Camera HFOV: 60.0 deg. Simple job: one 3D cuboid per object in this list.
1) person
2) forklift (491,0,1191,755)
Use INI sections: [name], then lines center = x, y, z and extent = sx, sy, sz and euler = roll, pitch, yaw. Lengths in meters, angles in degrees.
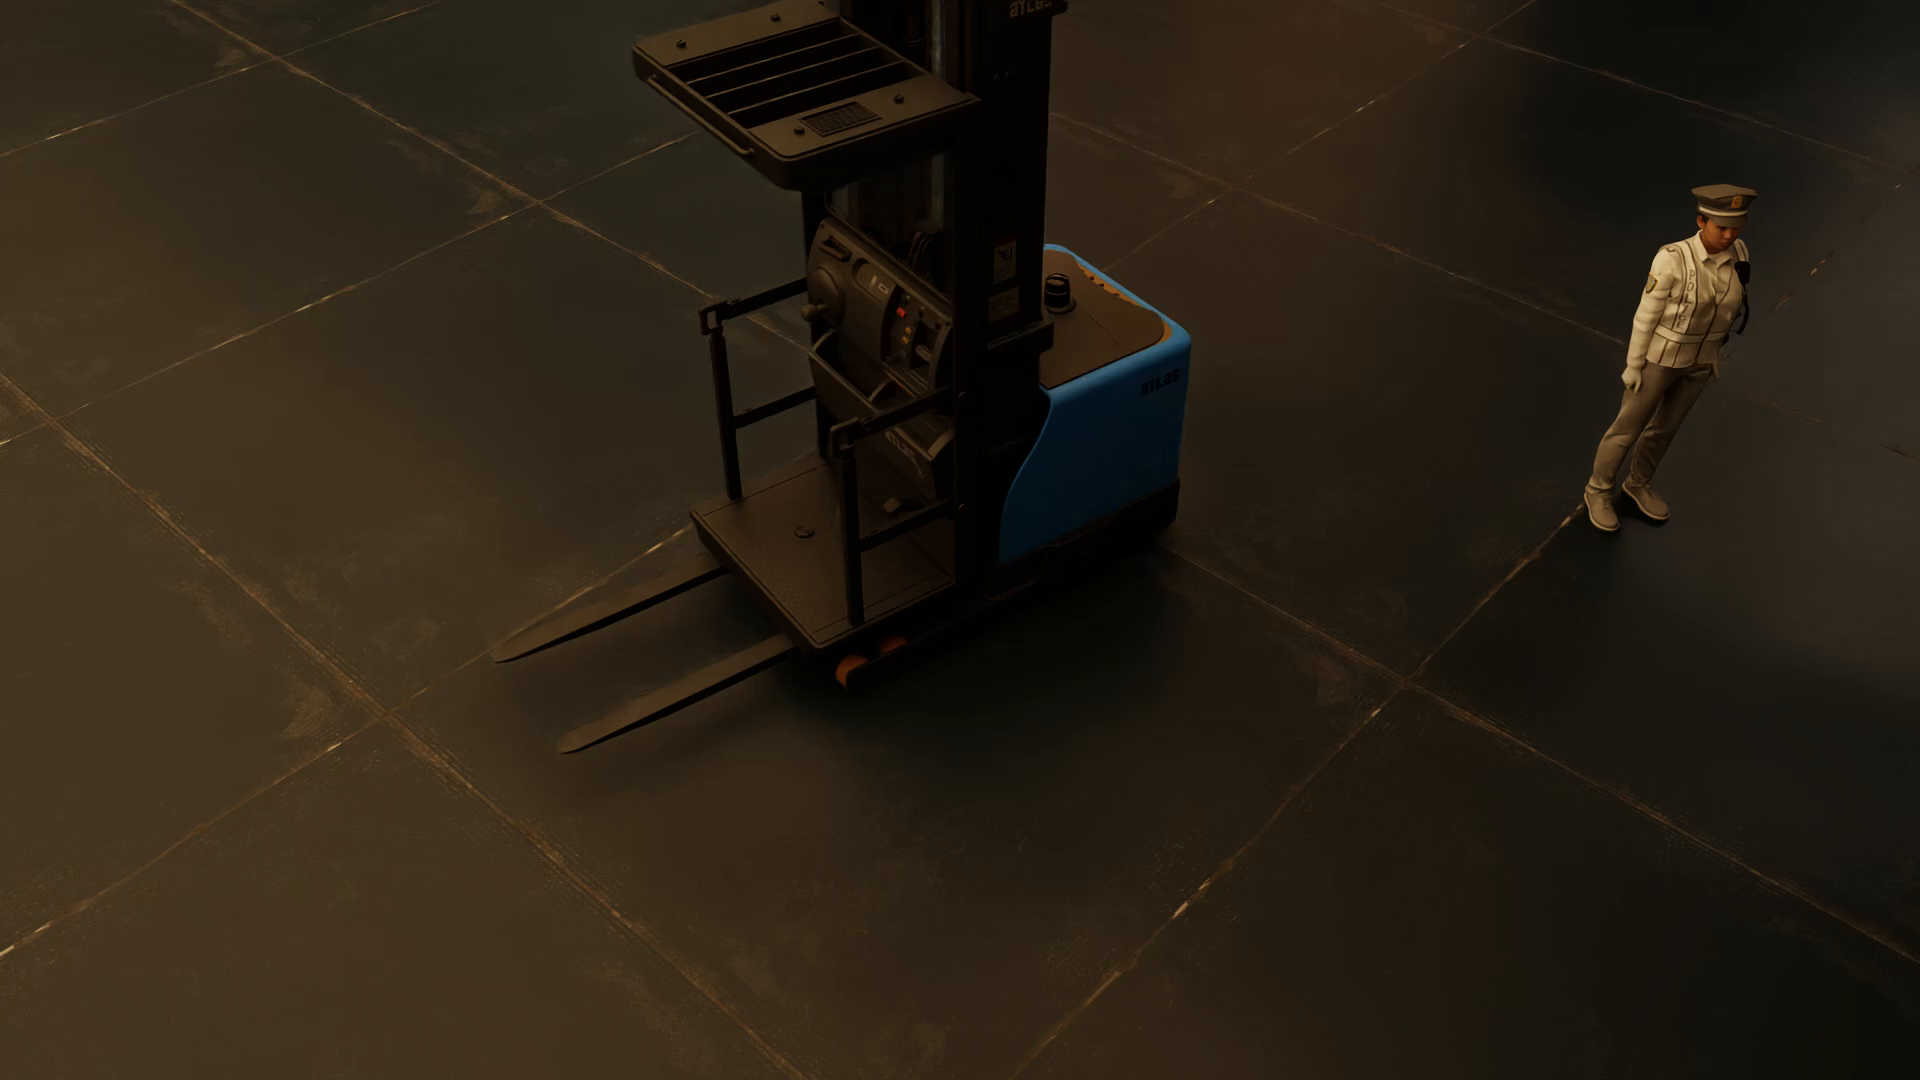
[person]
center = 3.148, -0.797, 7.314
extent = 0.469, 1.691, 0.332
euler = -9, 42, -11
[forklift]
center = -0.494, -0.871, 6.443
extent = 3.031, 2.935, 1.130
euler = -25, 47, -26
